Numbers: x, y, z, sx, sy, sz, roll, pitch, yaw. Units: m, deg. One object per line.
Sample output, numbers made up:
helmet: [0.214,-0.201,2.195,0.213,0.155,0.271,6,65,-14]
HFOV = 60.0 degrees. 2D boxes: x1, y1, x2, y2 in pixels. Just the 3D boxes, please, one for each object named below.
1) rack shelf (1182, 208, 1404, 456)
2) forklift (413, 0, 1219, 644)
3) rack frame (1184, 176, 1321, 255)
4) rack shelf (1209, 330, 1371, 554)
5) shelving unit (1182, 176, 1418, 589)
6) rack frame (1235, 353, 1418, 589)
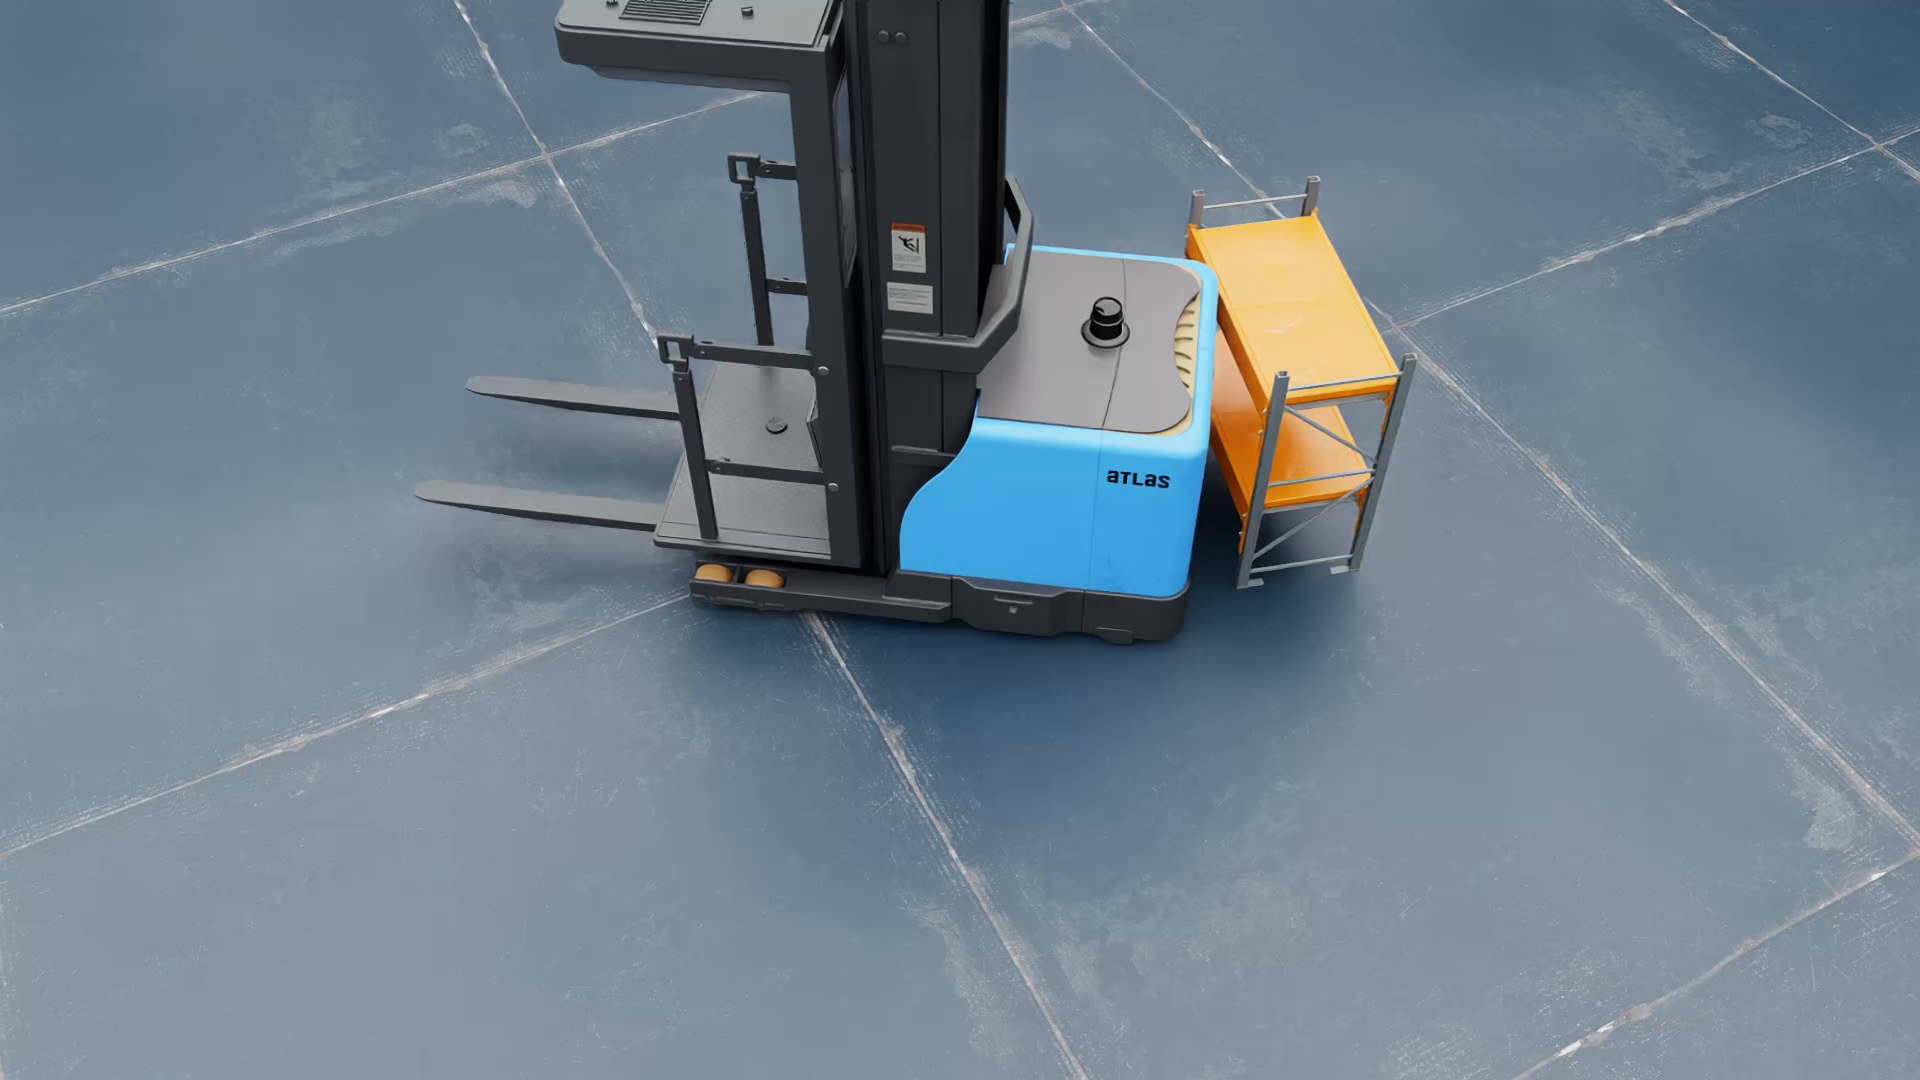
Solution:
rack shelf: [1.225,-0.795,6.201,0.538,0.278,1.000,-8,49,-7]
forklift: [-0.596,-1.083,5.642,3.031,2.935,1.130,6,49,5]
rack frame: [1.129,-0.978,6.750,0.500,1.125,0.032,-8,49,-7]
rack shelf: [1.225,-0.441,6.606,0.538,0.278,1.000,-8,49,-7]
shelving unit: [1.225,-0.602,6.422,0.538,1.125,1.048,-8,49,-7]
rack frame: [1.321,-0.226,6.093,0.500,1.125,0.032,-8,49,-7]
